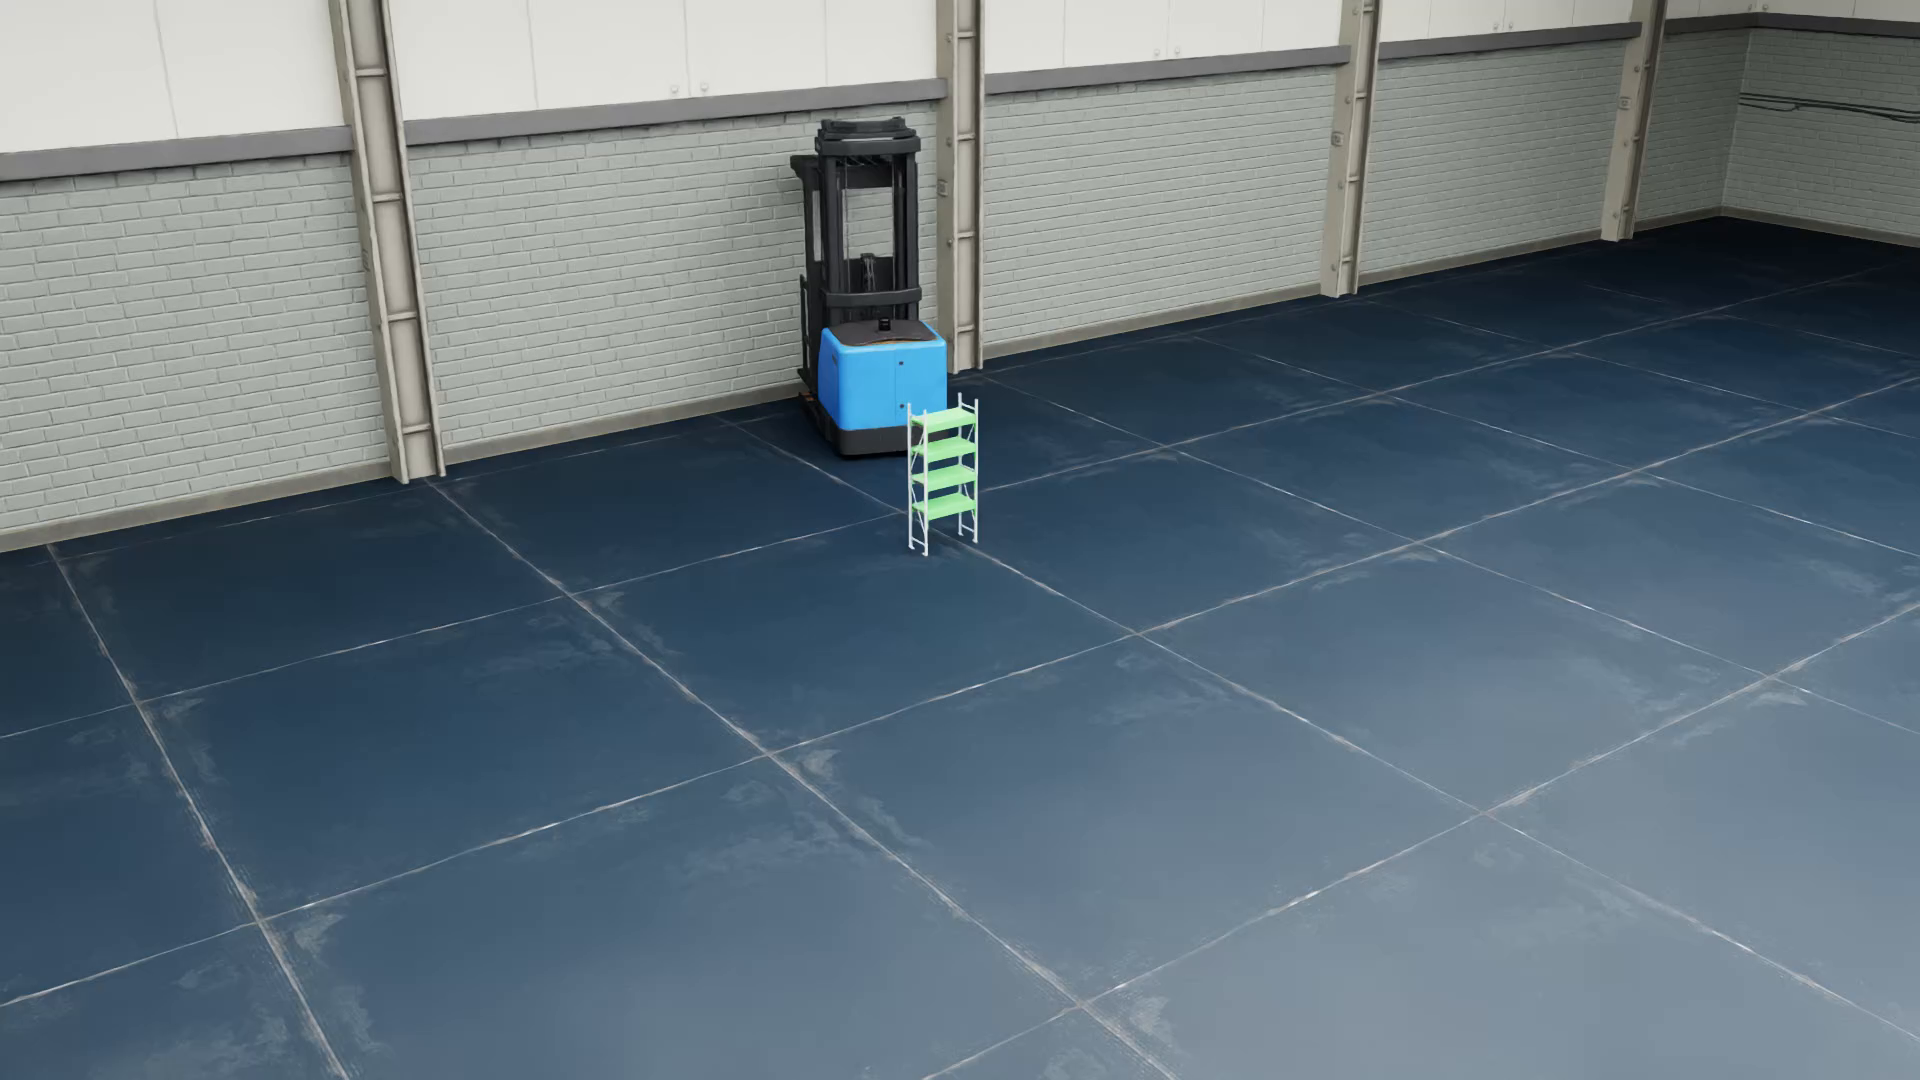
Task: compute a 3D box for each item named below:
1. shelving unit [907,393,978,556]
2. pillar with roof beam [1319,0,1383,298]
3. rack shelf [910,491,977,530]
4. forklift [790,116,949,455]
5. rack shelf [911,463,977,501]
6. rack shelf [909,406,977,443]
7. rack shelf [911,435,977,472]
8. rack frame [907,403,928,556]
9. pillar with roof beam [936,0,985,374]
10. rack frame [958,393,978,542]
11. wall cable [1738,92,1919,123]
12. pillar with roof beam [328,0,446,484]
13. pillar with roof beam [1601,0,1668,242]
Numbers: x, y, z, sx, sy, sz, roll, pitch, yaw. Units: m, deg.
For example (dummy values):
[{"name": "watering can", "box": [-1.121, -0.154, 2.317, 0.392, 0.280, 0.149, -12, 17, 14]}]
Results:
[{"name": "shelving unit", "box": [-0.134, -0.521, 13.179, 0.503, 1.200, 0.258, -15, 26, -33]}, {"name": "pillar with roof beam", "box": [7.389, -6.065, 16.548, 0.400, 9.000, 9.100, -15, 26, -33]}, {"name": "rack shelf", "box": [-0.134, -0.239, 13.291, 0.480, 0.148, 0.258, -15, 26, -33]}, {"name": "forklift", "box": [-1.003, -2.654, 16.188, 1.130, 2.935, 3.031, -6, 23, -15]}, {"name": "rack shelf", "box": [-0.134, -0.462, 13.202, 0.480, 0.148, 0.258, -15, 26, -33]}, {"name": "rack shelf", "box": [-0.134, -0.908, 13.024, 0.480, 0.148, 0.258, -15, 26, -33]}, {"name": "rack shelf", "box": [-0.134, -0.685, 13.113, 0.480, 0.148, 0.258, -15, 26, -33]}, {"name": "rack frame", "box": [-0.332, -0.469, 13.046, 0.015, 1.200, 0.240, -15, 26, -33]}, {"name": "pillar with roof beam", "box": [2.518, -4.766, 13.294, 0.400, 9.000, 9.100, -15, 26, -33]}, {"name": "rack frame", "box": [0.064, -0.574, 13.311, 0.015, 1.200, 0.240, -15, 26, -33]}, {"name": "wall cable", "box": [12.909, -7.457, 24.225, 0.112, 2.526, 3.097, -15, 26, -33]}, {"name": "pillar with roof beam", "box": [-2.352, -3.468, 10.039, 0.400, 9.000, 9.100, -15, 26, -33]}, {"name": "pillar with roof beam", "box": [12.259, -7.364, 19.803, 0.400, 9.000, 9.100, -15, 26, -33]}]
